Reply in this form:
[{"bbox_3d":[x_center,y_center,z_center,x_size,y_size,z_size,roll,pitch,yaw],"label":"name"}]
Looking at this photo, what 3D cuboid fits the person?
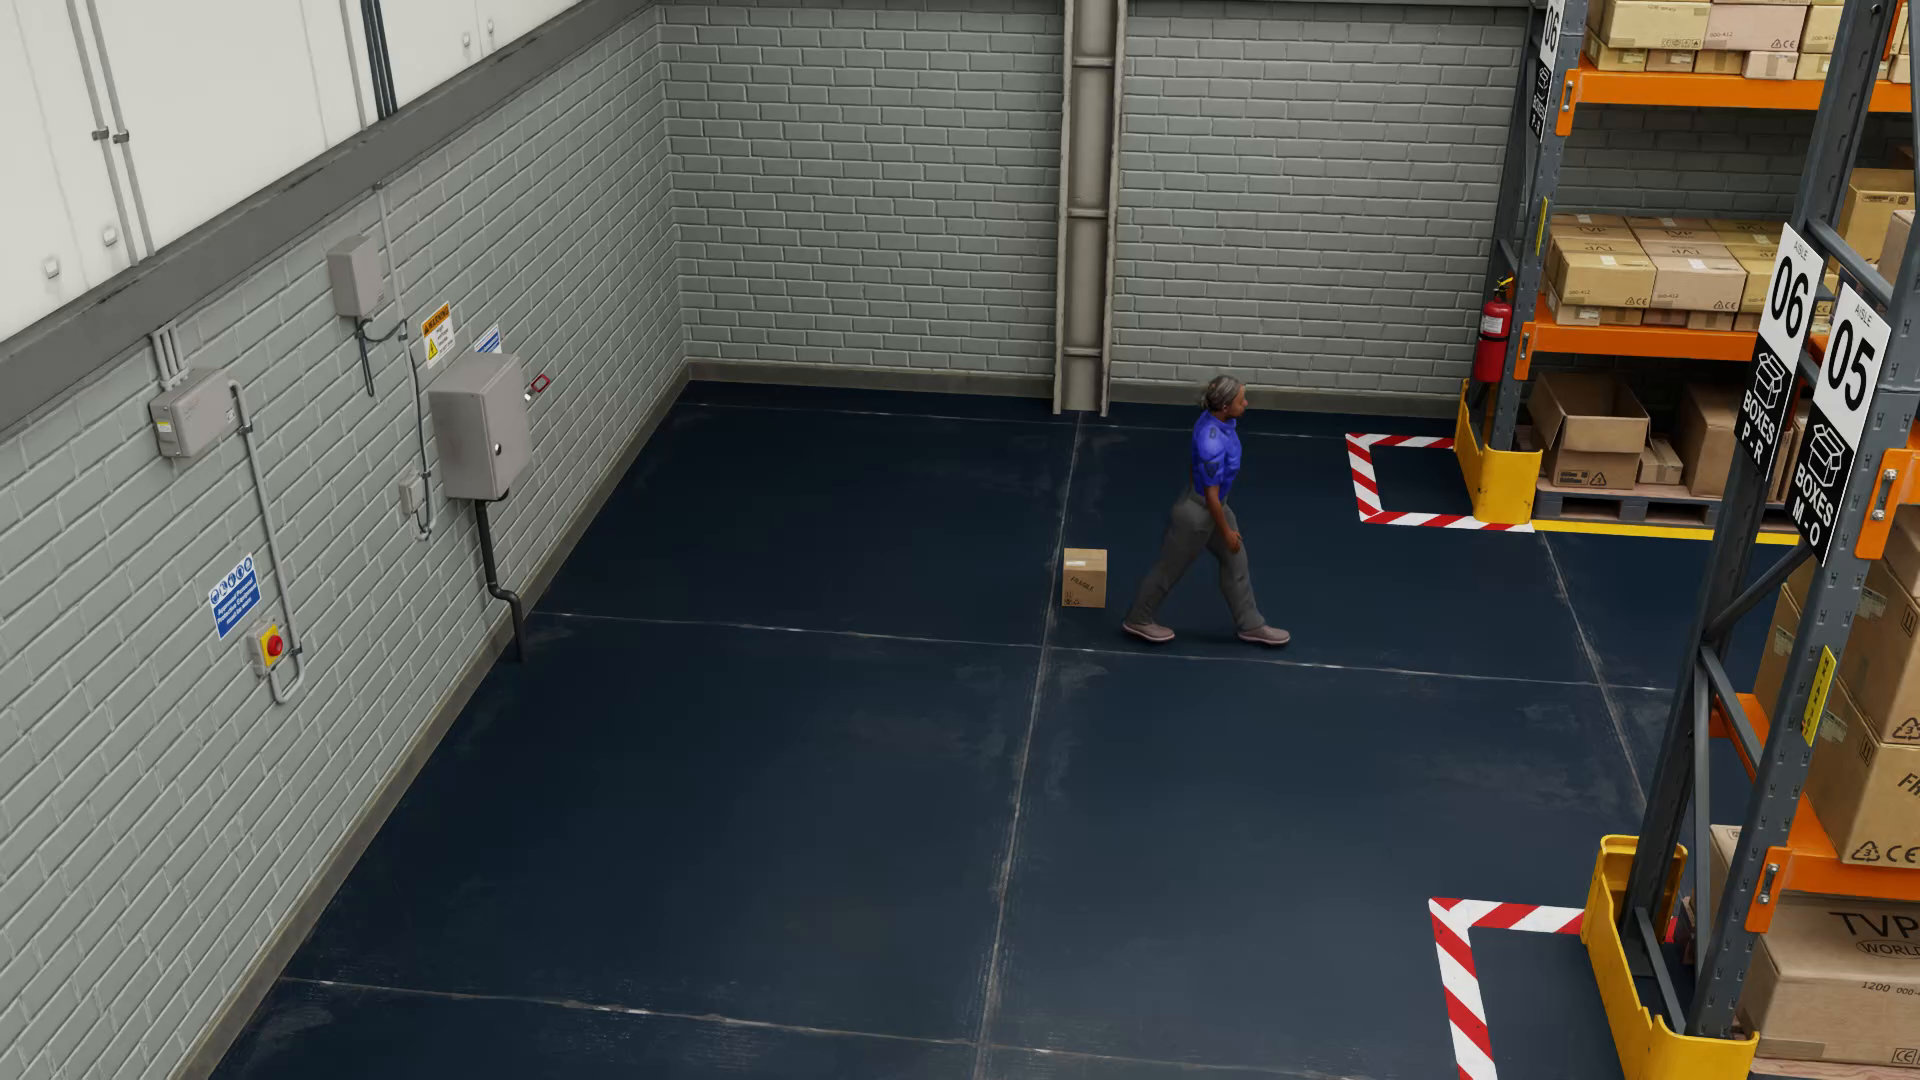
[{"bbox_3d":[1.353,-0.118,8.874,0.908,1.565,0.444,10,30,17],"label":"person"}]
